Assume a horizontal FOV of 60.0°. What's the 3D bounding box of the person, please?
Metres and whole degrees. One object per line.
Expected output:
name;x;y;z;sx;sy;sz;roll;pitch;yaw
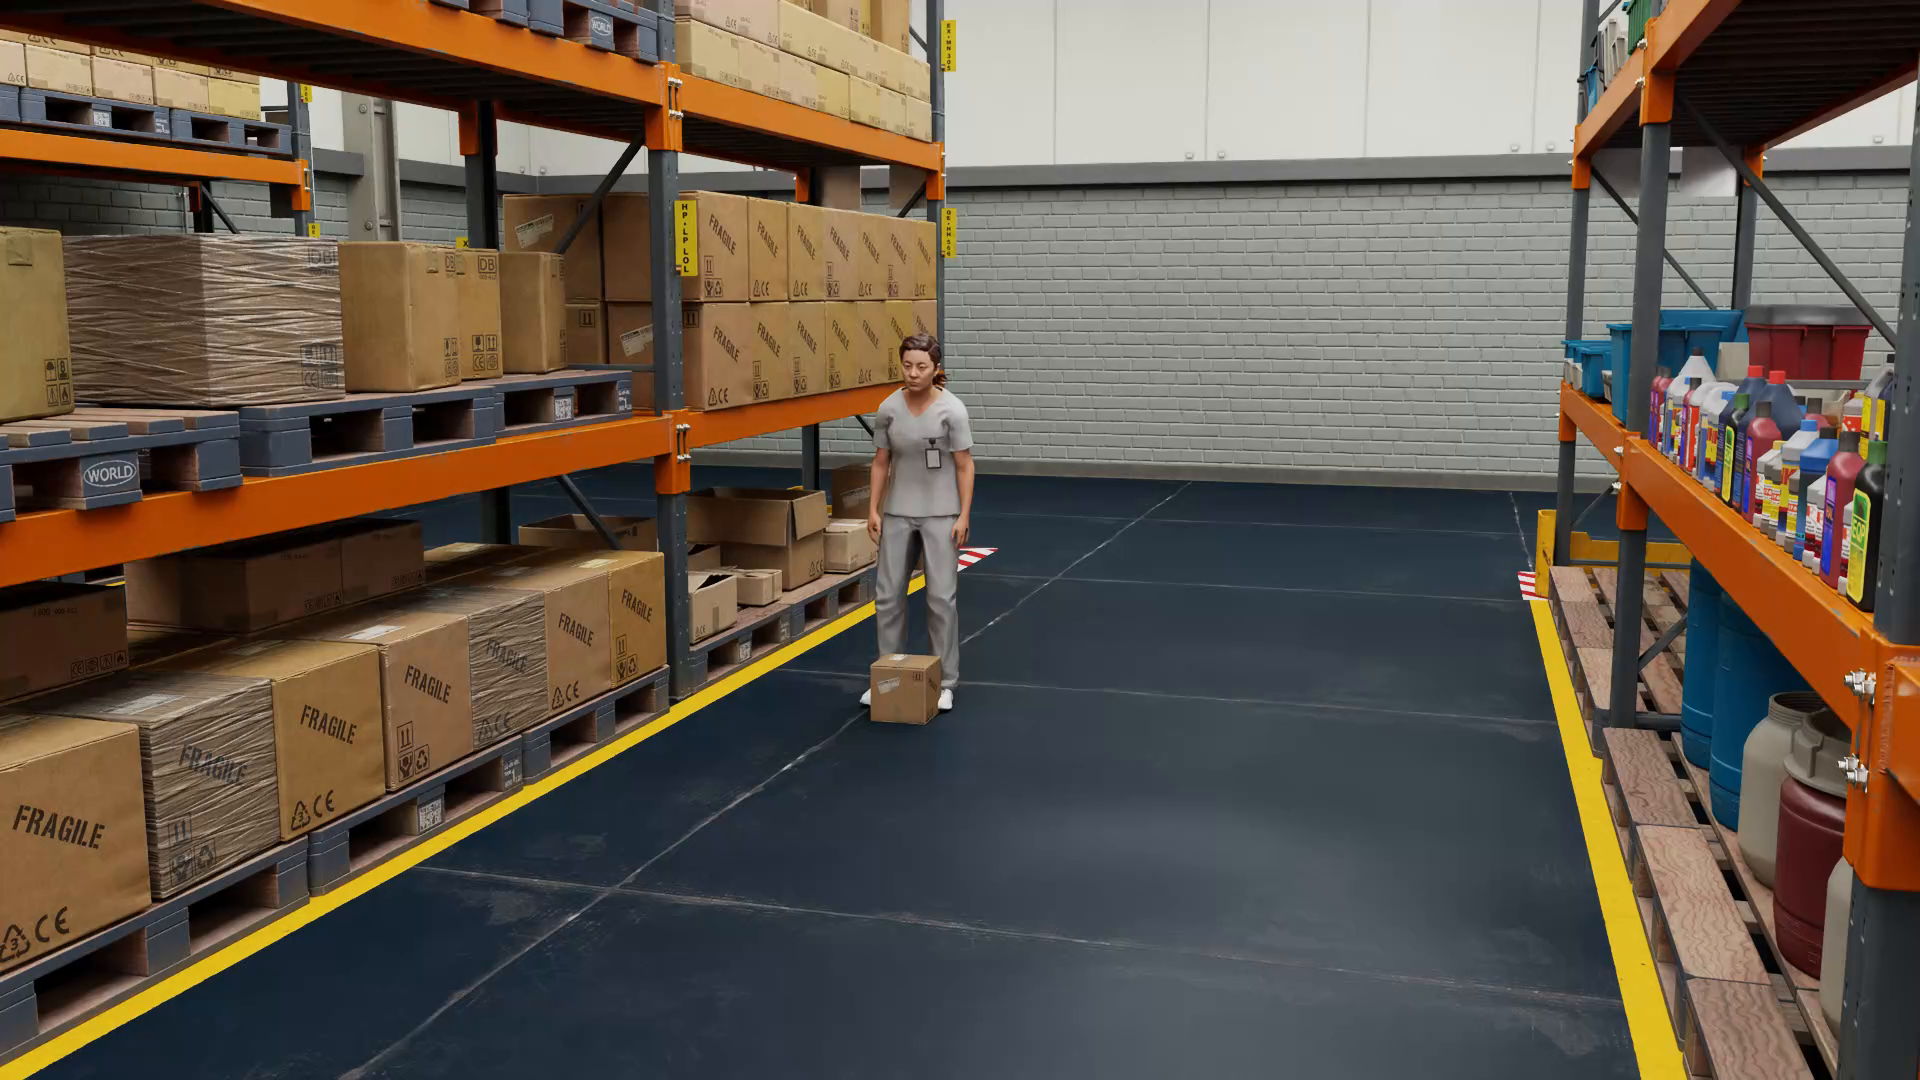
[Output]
person;-0.180;-0.087;7.433;0.485;1.672;0.361;2;9;15
